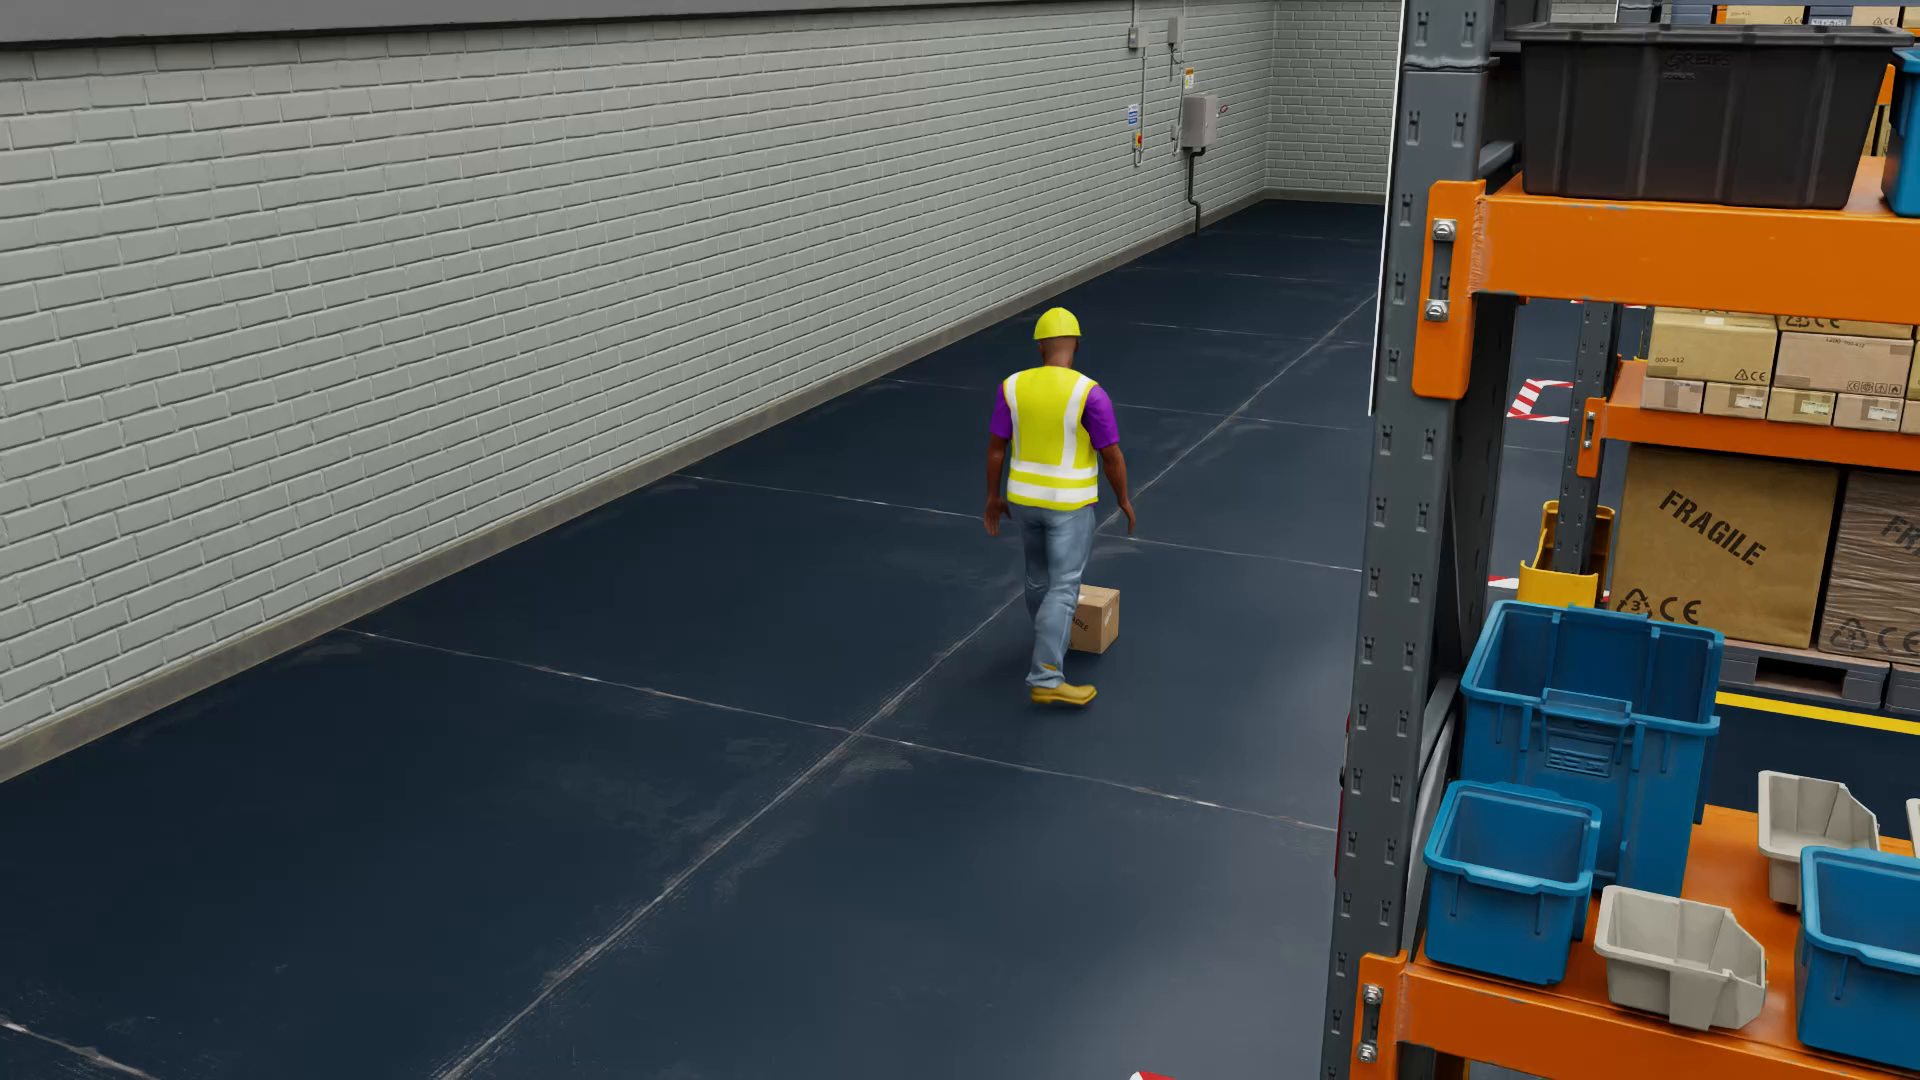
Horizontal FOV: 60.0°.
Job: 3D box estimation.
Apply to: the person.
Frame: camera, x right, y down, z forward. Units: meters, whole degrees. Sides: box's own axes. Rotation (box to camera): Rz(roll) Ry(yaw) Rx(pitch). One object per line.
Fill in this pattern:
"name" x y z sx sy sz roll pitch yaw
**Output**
"person" 0.468 -0.179 7.576 0.675 1.742 0.927 13 23 32
